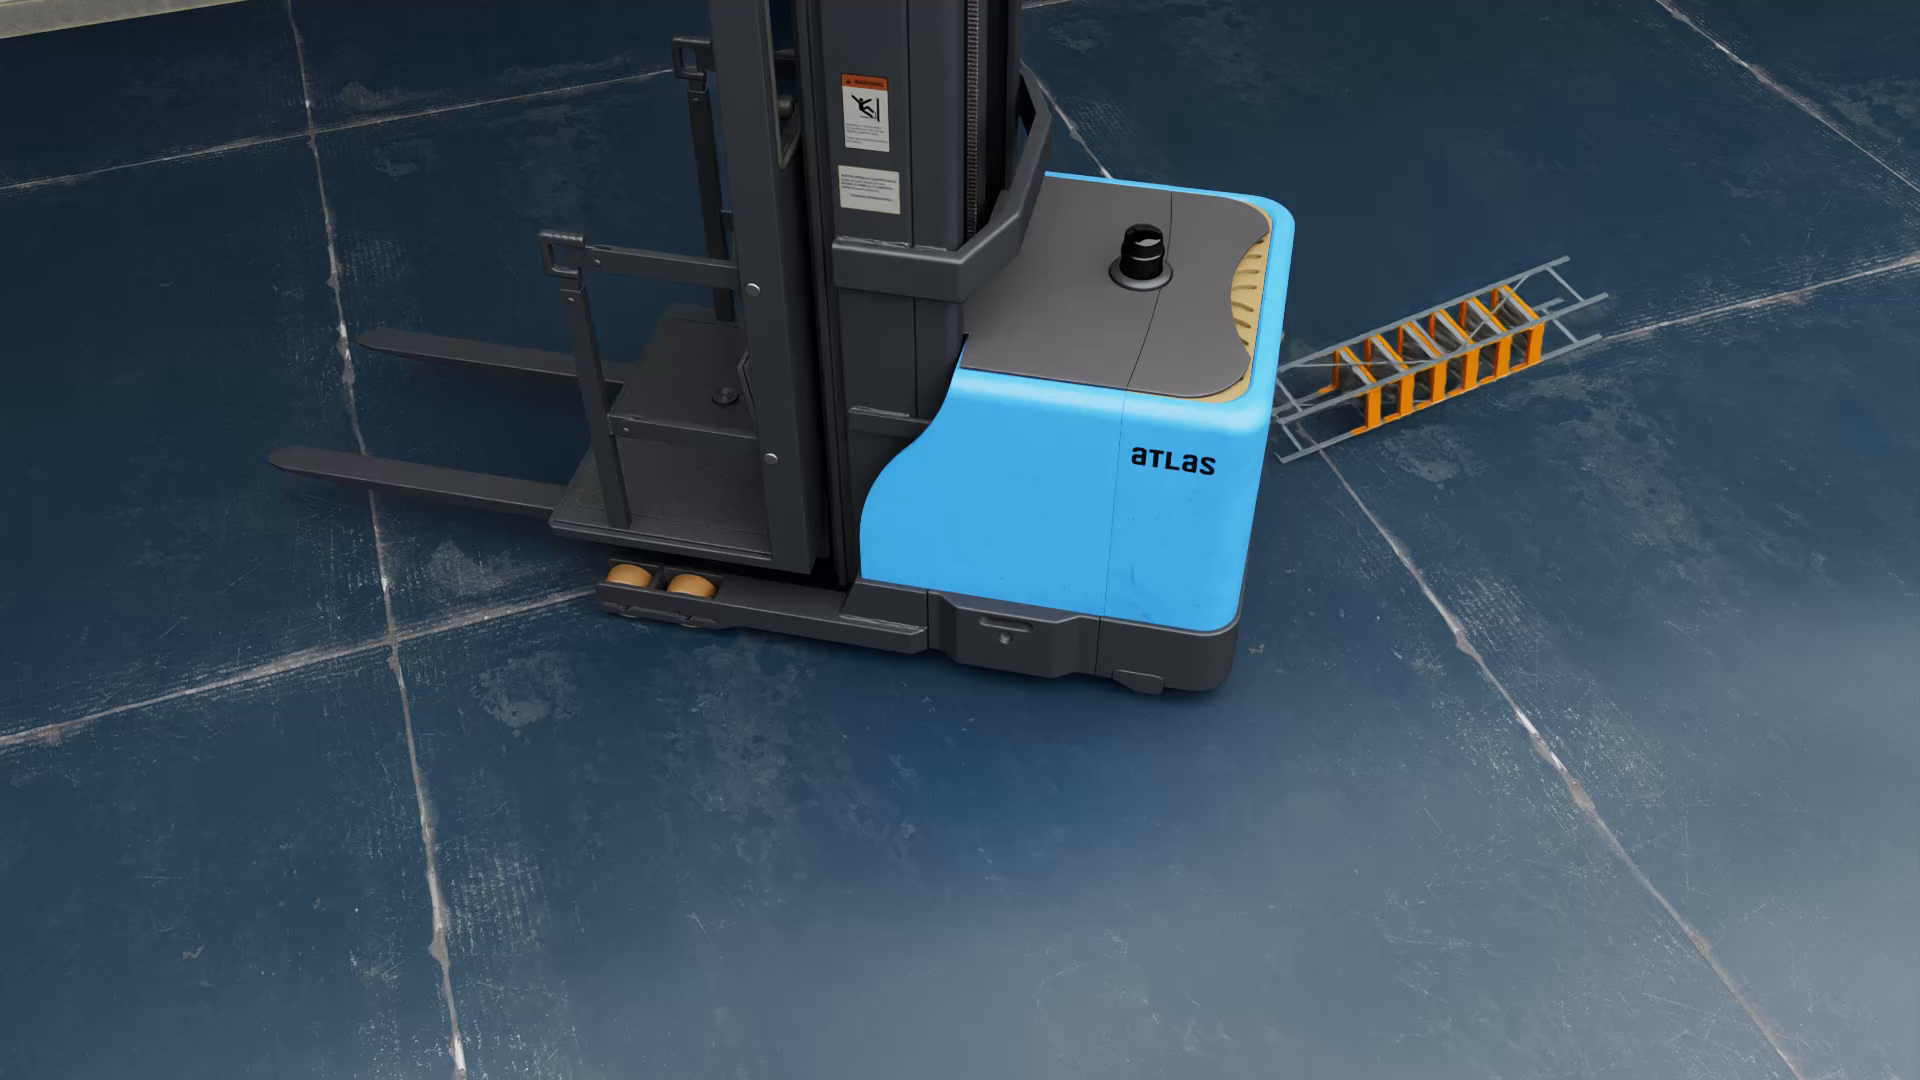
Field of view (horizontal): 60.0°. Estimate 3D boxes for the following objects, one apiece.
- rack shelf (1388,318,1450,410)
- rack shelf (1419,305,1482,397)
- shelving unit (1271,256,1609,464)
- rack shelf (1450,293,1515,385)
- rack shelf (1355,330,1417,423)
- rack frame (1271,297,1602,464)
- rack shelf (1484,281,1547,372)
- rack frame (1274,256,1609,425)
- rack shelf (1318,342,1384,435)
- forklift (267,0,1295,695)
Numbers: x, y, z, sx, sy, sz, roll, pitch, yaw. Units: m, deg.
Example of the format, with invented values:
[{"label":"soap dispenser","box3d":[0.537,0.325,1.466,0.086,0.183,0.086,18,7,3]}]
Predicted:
[{"label":"rack shelf","box3d":[1.522,-0.592,5.567,0.103,0.180,0.258,-21,48,-7]},{"label":"rack shelf","box3d":[1.633,-0.636,5.581,0.103,0.180,0.258,-21,48,-7]},{"label":"shelving unit","box3d":[1.563,-0.608,5.572,1.200,0.189,0.258,-21,48,-7]},{"label":"rack shelf","box3d":[1.744,-0.679,5.595,0.103,0.180,0.258,-21,48,-7]},{"label":"rack shelf","box3d":[1.411,-0.549,5.553,0.103,0.180,0.258,-21,48,-7]},{"label":"rack frame","box3d":[1.578,-0.549,5.640,1.200,0.006,0.240,-21,48,-7]},{"label":"rack shelf","box3d":[1.855,-0.722,5.609,0.103,0.180,0.258,-21,48,-7]},{"label":"rack frame","box3d":[1.548,-0.668,5.505,1.200,0.006,0.240,-21,48,-7]},{"label":"rack shelf","box3d":[1.300,-0.506,5.539,0.103,0.180,0.258,-21,48,-7]},{"label":"forklift","box3d":[-0.614,-1.128,4.305,3.031,2.935,1.130,9,46,9]}]
